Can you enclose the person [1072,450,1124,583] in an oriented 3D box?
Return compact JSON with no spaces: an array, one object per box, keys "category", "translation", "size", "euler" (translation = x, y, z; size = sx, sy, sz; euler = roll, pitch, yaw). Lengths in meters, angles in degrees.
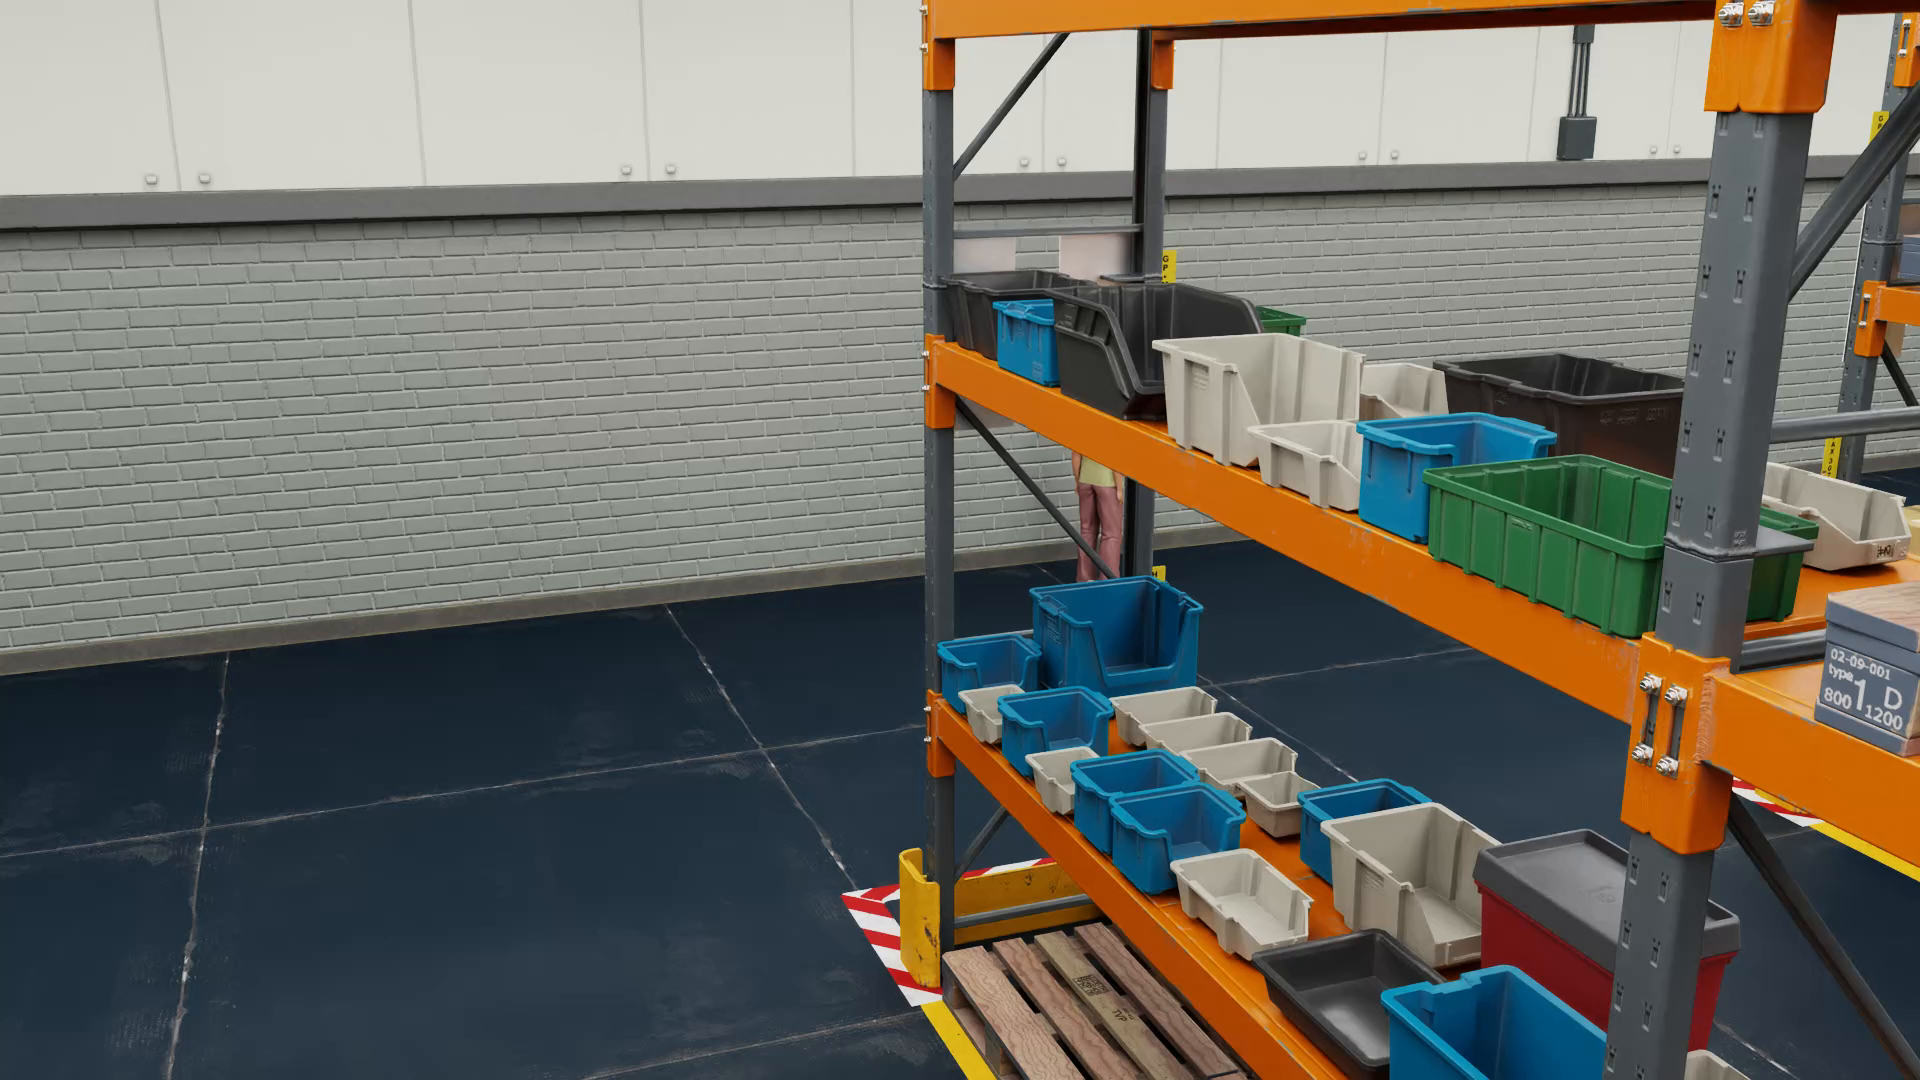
[{"category":"person","translation":[1.049,-0.385,12.398],"size":[0.431,1.674,0.364],"euler":[13,20,38]}]
